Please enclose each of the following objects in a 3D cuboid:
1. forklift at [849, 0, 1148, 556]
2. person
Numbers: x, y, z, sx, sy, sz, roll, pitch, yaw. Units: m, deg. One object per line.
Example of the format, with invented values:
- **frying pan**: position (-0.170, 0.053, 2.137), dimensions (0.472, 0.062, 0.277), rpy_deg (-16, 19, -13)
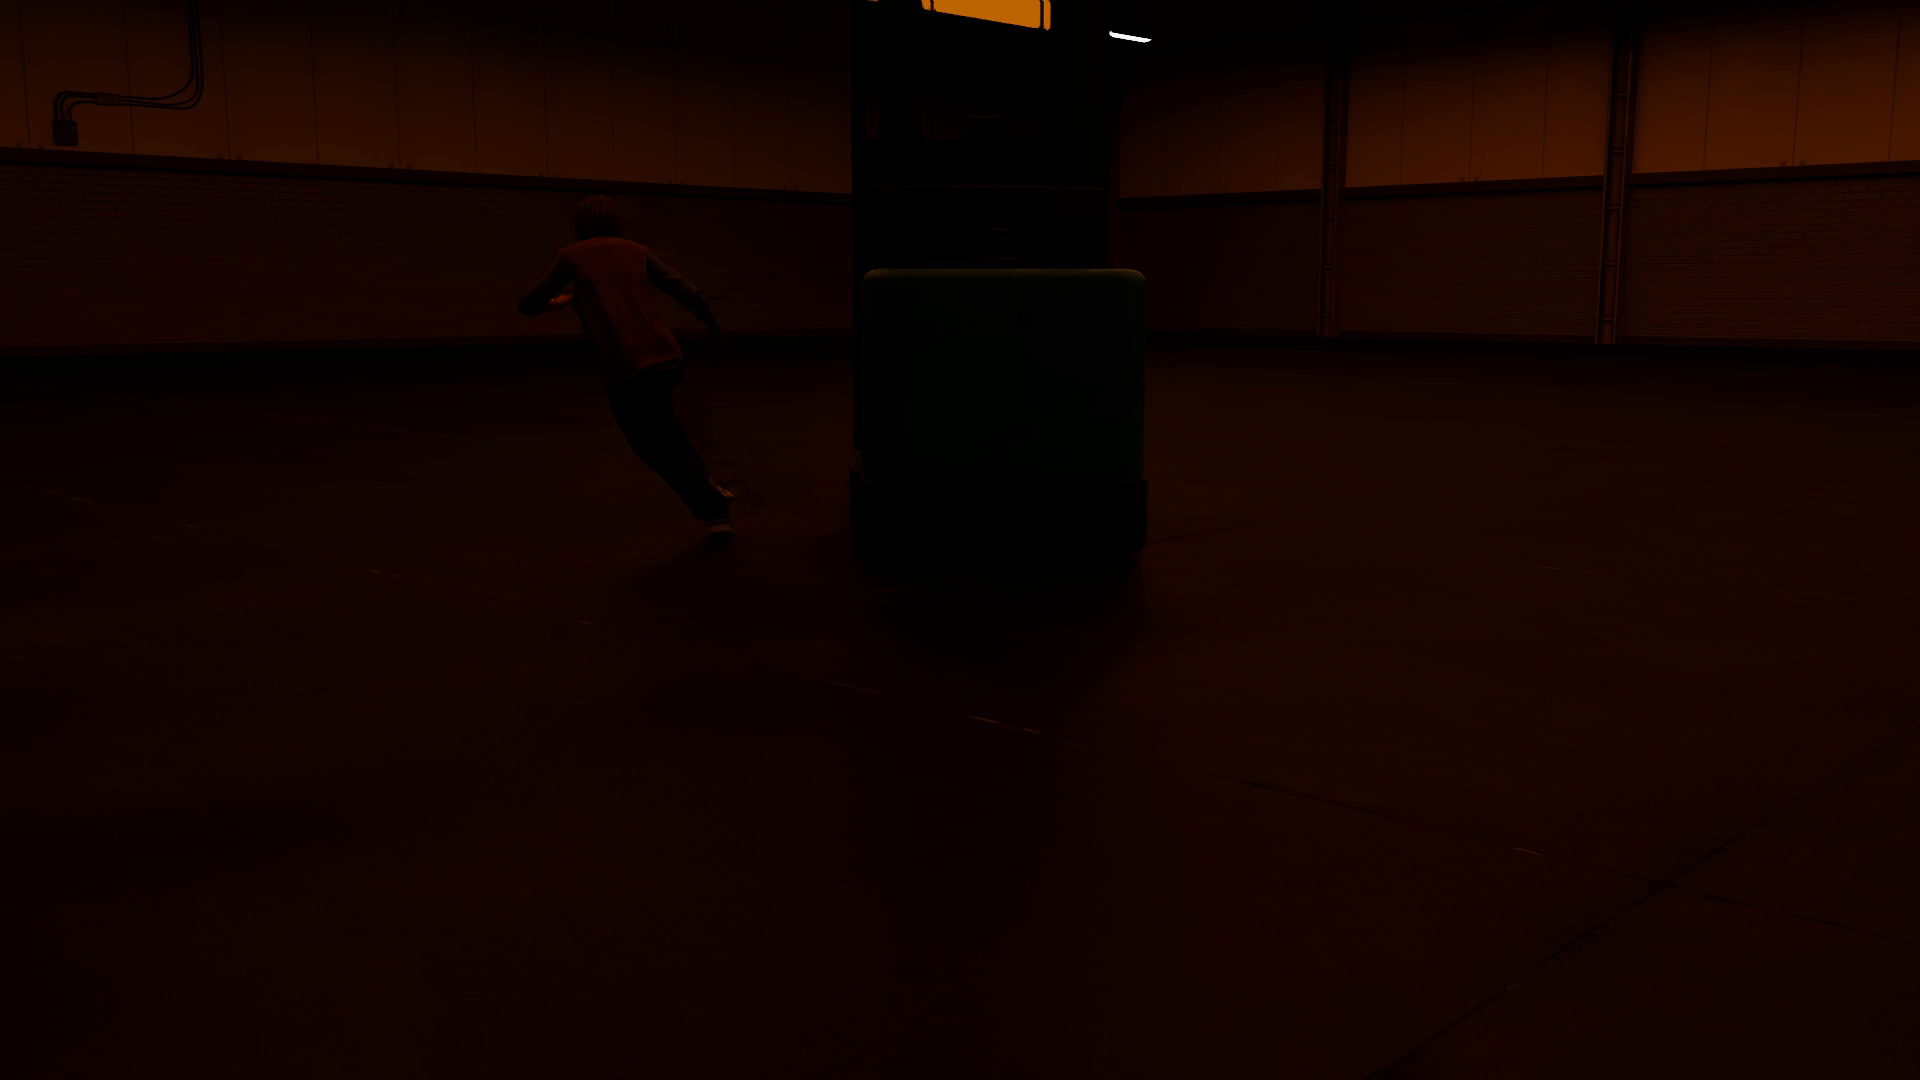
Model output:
- **forklift**: position (0.063, -1.571, 7.304), dimensions (1.130, 2.935, 3.031), rpy_deg (-1, 9, -4)
- **person**: position (-1.310, -0.688, 6.693), dimensions (0.823, 1.361, 0.820), rpy_deg (-5, 10, -31)
